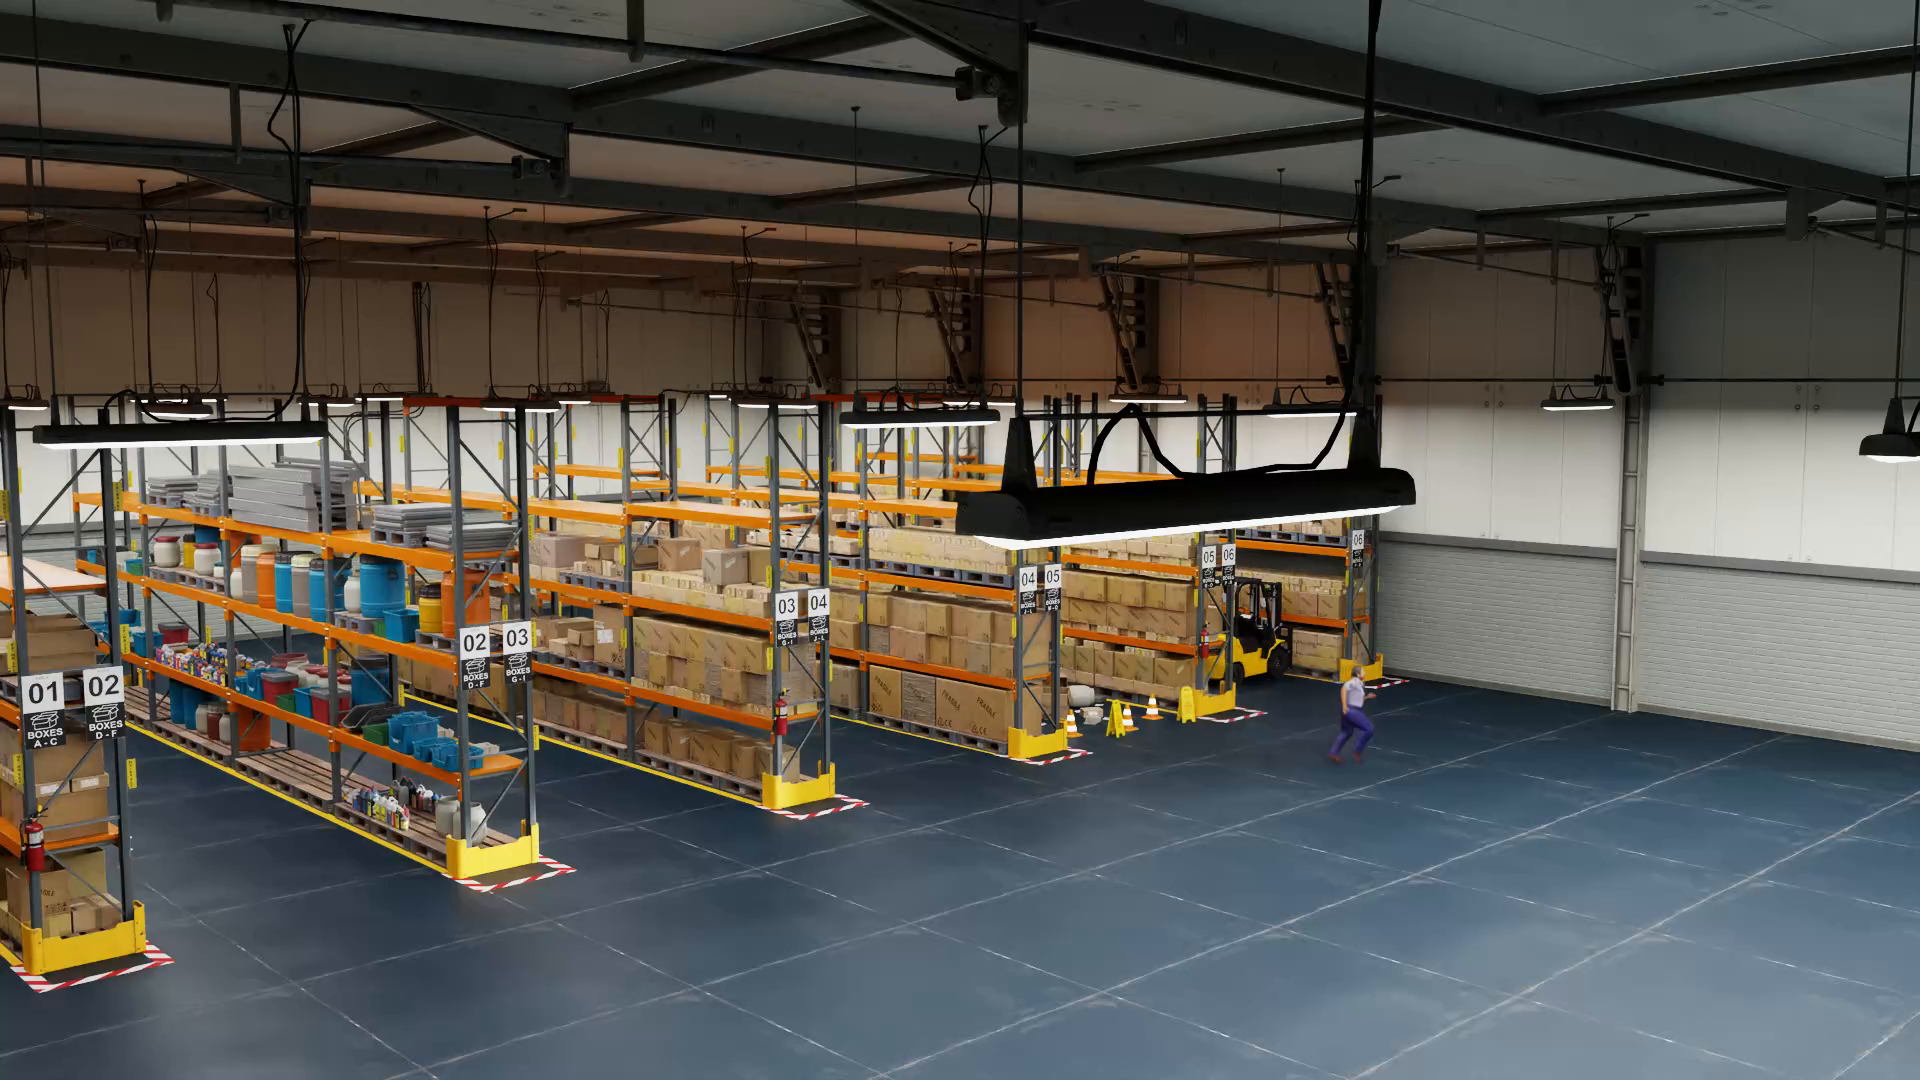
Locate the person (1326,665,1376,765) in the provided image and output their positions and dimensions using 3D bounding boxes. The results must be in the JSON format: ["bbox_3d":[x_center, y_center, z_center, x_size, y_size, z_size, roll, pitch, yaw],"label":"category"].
[{"bbox_3d":[6.442,2.884,27.344,0.796,1.632,0.630,1,6,6],"label":"person"}]

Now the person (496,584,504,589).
[{"bbox_3d":[-10.858,1.788,39.059,0.598,1.540,0.743,0,6,-4],"label":"person"}]
